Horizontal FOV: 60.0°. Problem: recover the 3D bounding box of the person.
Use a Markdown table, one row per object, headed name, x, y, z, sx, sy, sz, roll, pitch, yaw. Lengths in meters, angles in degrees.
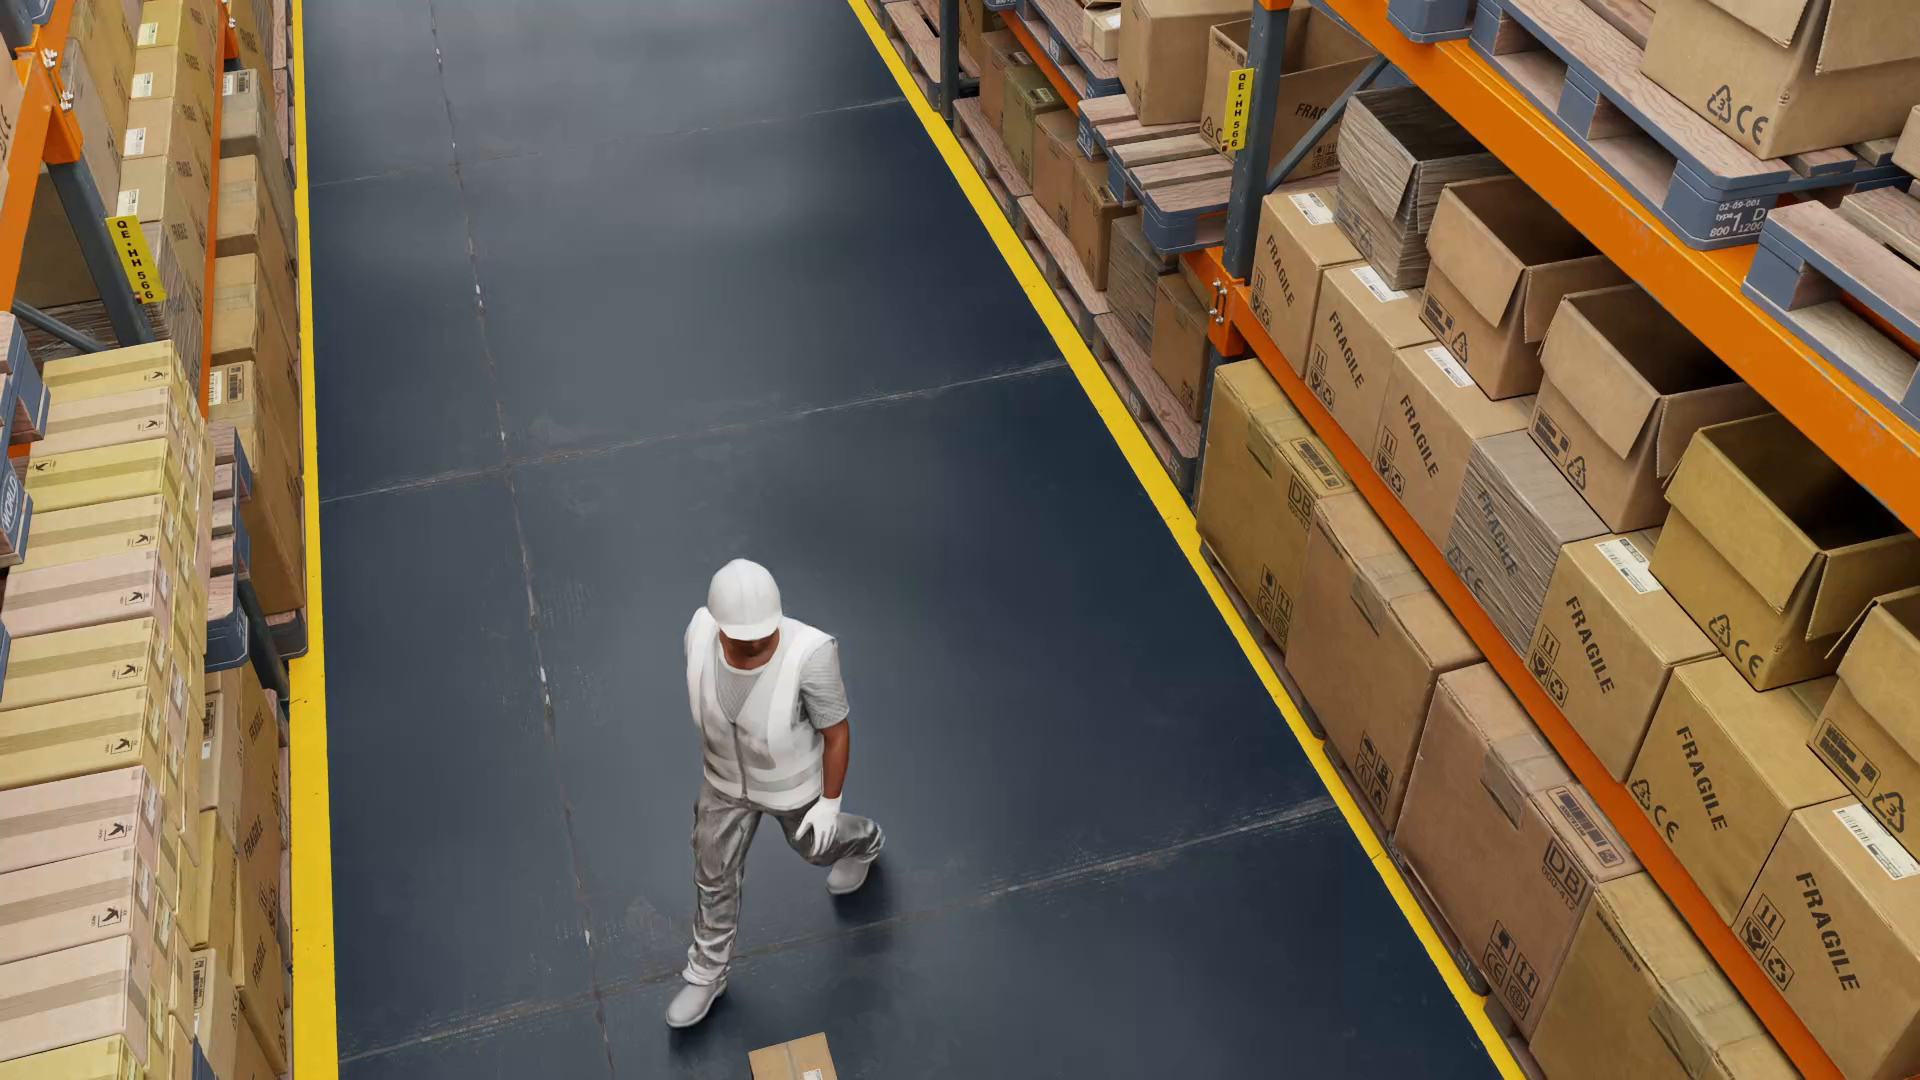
| name | x | y | z | sx | sy | sz | roll | pitch | yaw |
| --- | --- | --- | --- | --- | --- | --- | --- | --- | --- |
| person | -0.639 | 0.774 | 5.307 | 0.590 | 1.748 | 0.993 | 14 | 44 | 15 |
